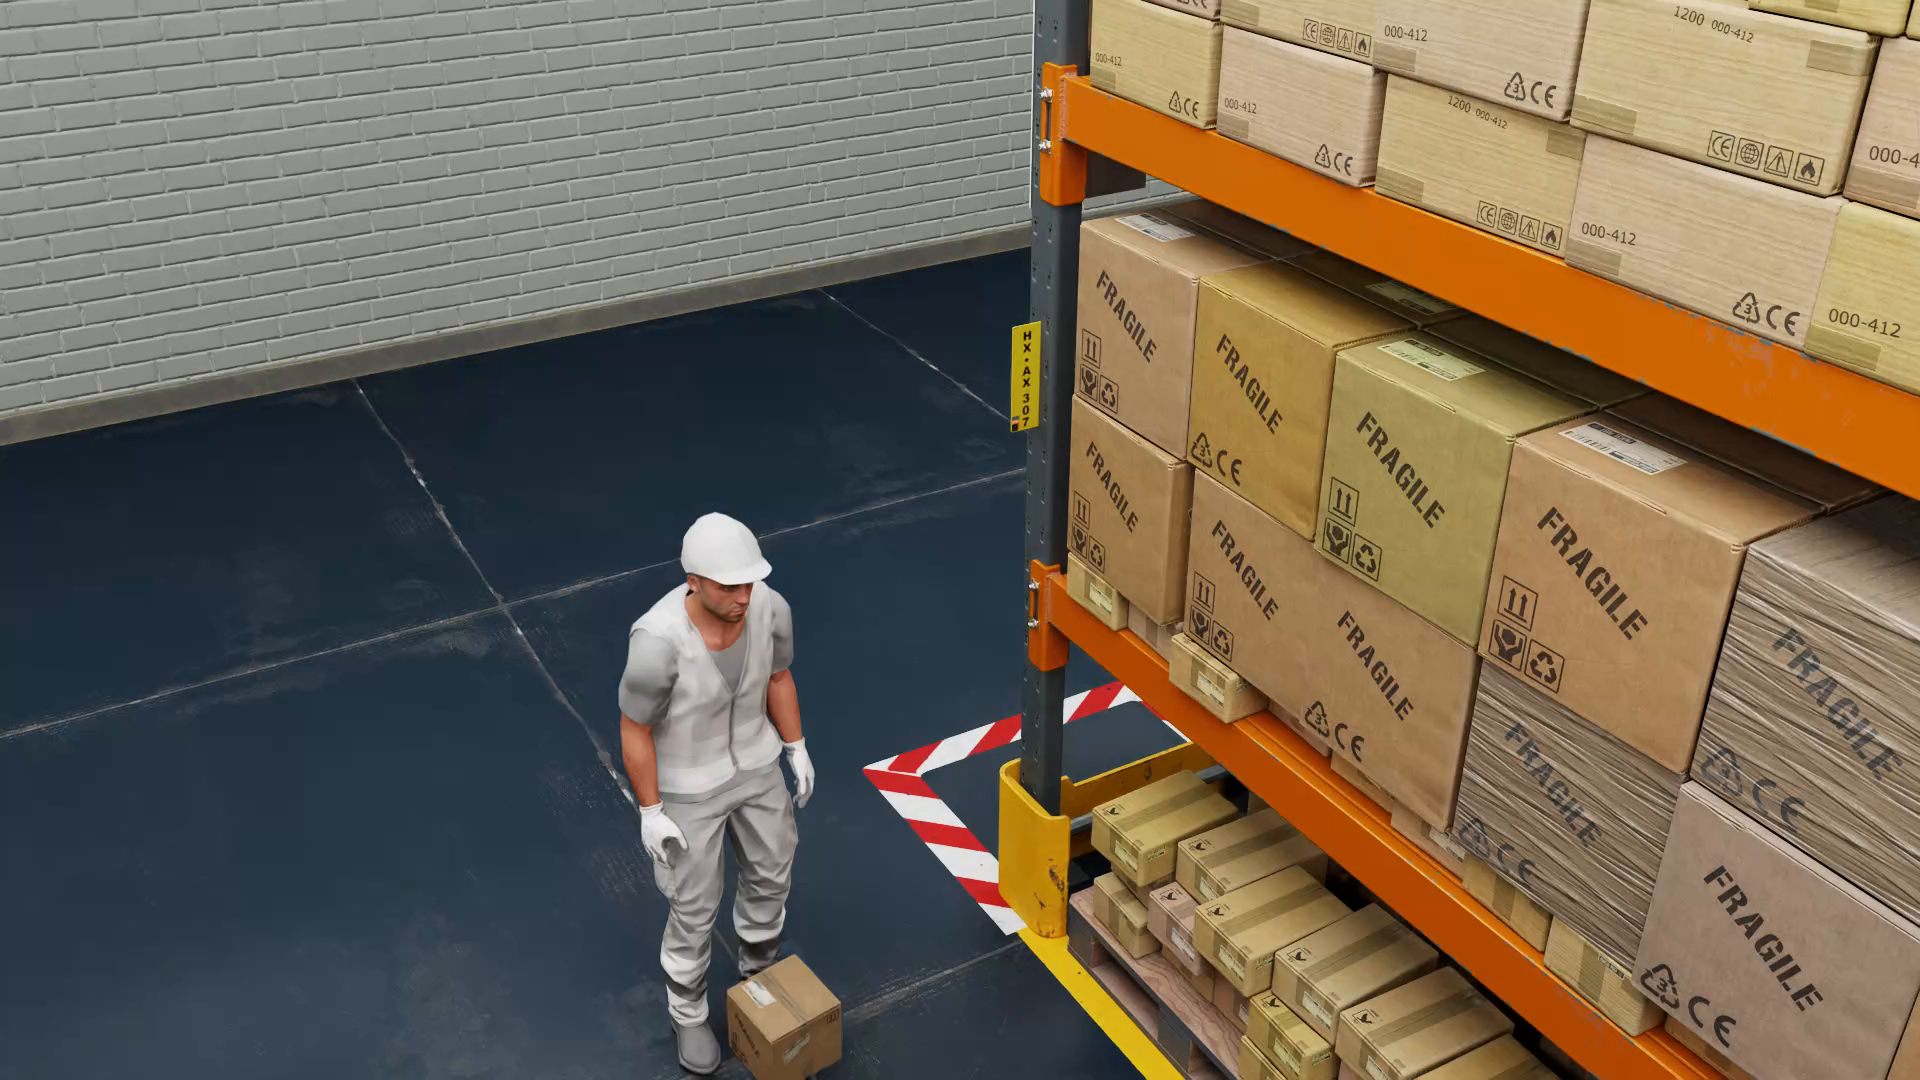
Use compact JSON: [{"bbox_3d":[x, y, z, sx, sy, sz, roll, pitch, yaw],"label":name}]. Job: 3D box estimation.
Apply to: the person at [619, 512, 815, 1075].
[{"bbox_3d":[-0.685,0.708,4.817,0.579,1.780,0.441,-21,35,-34],"label":"person"}]
